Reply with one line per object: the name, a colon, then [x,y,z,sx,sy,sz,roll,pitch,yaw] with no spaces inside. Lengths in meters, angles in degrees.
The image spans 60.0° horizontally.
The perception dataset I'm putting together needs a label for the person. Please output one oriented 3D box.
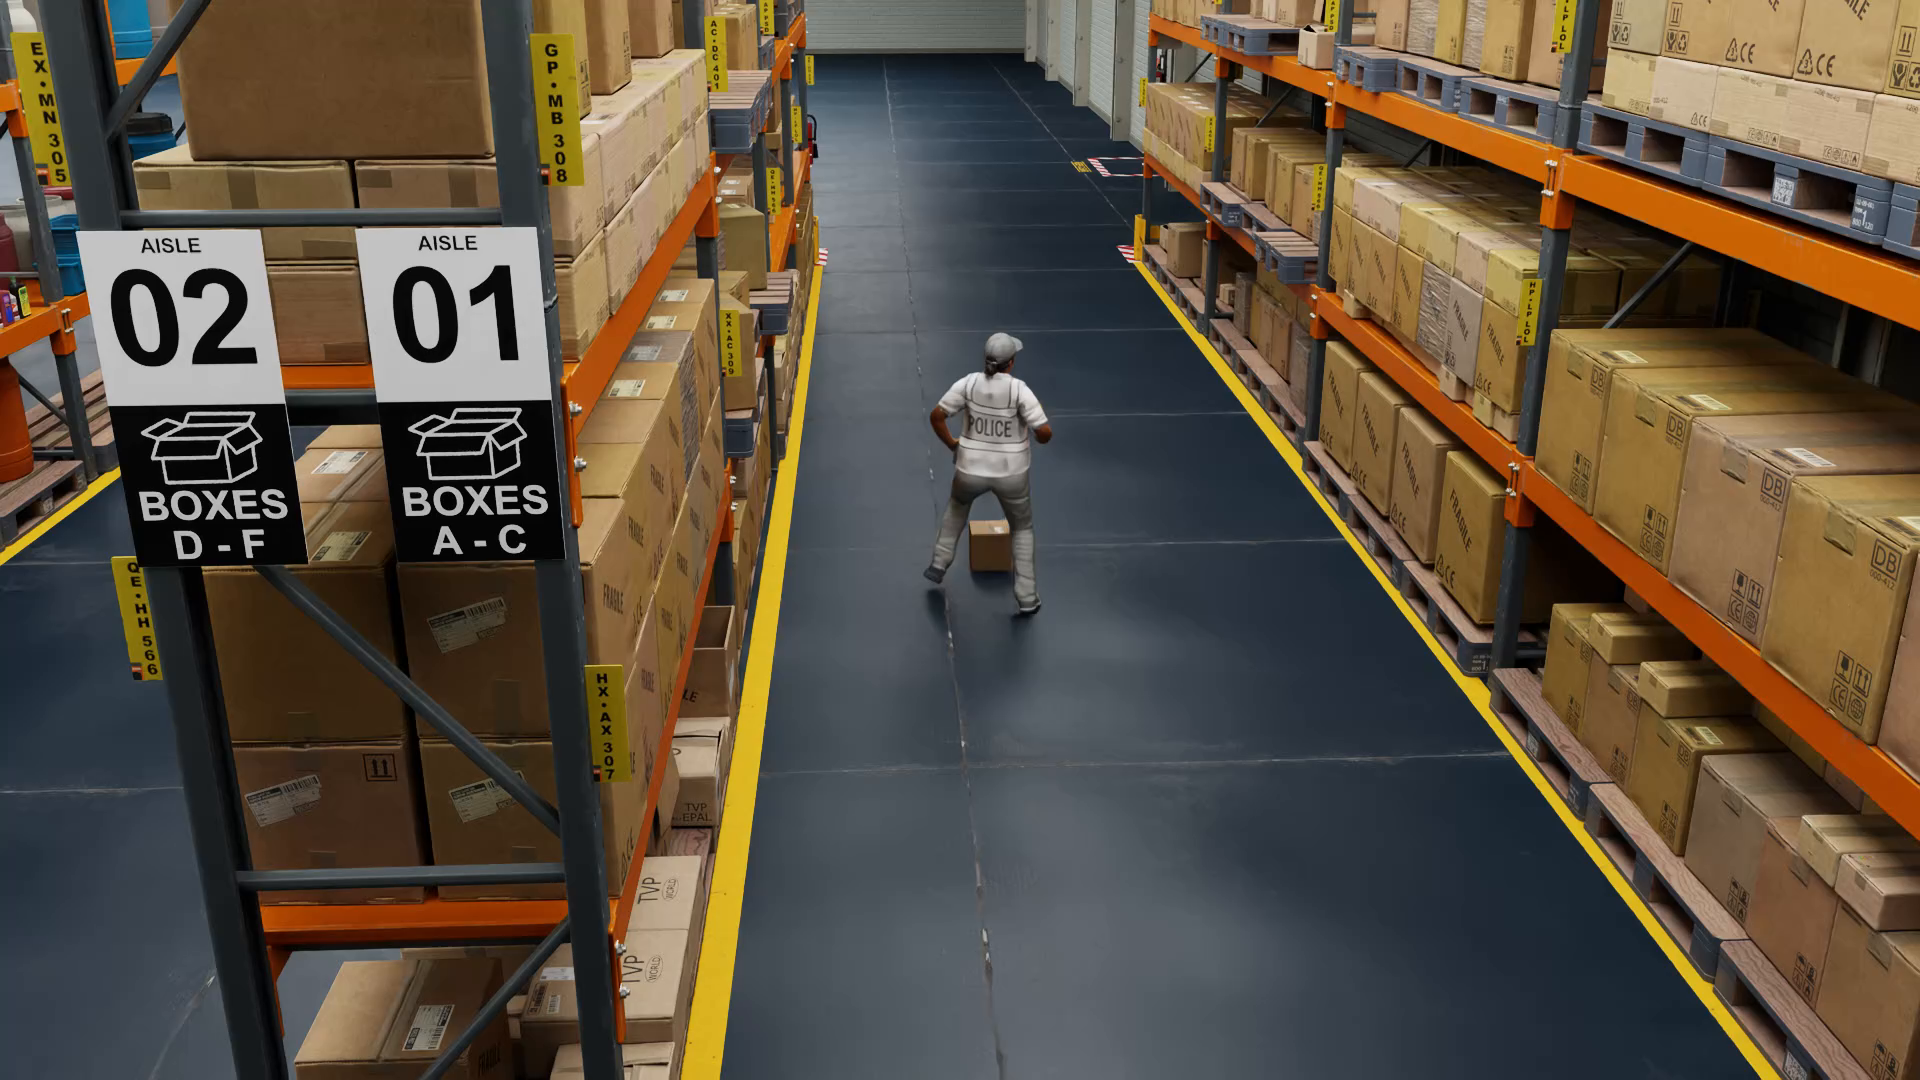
person: [0.184,-0.476,9.790,0.687,1.560,0.456,2,21,6]
